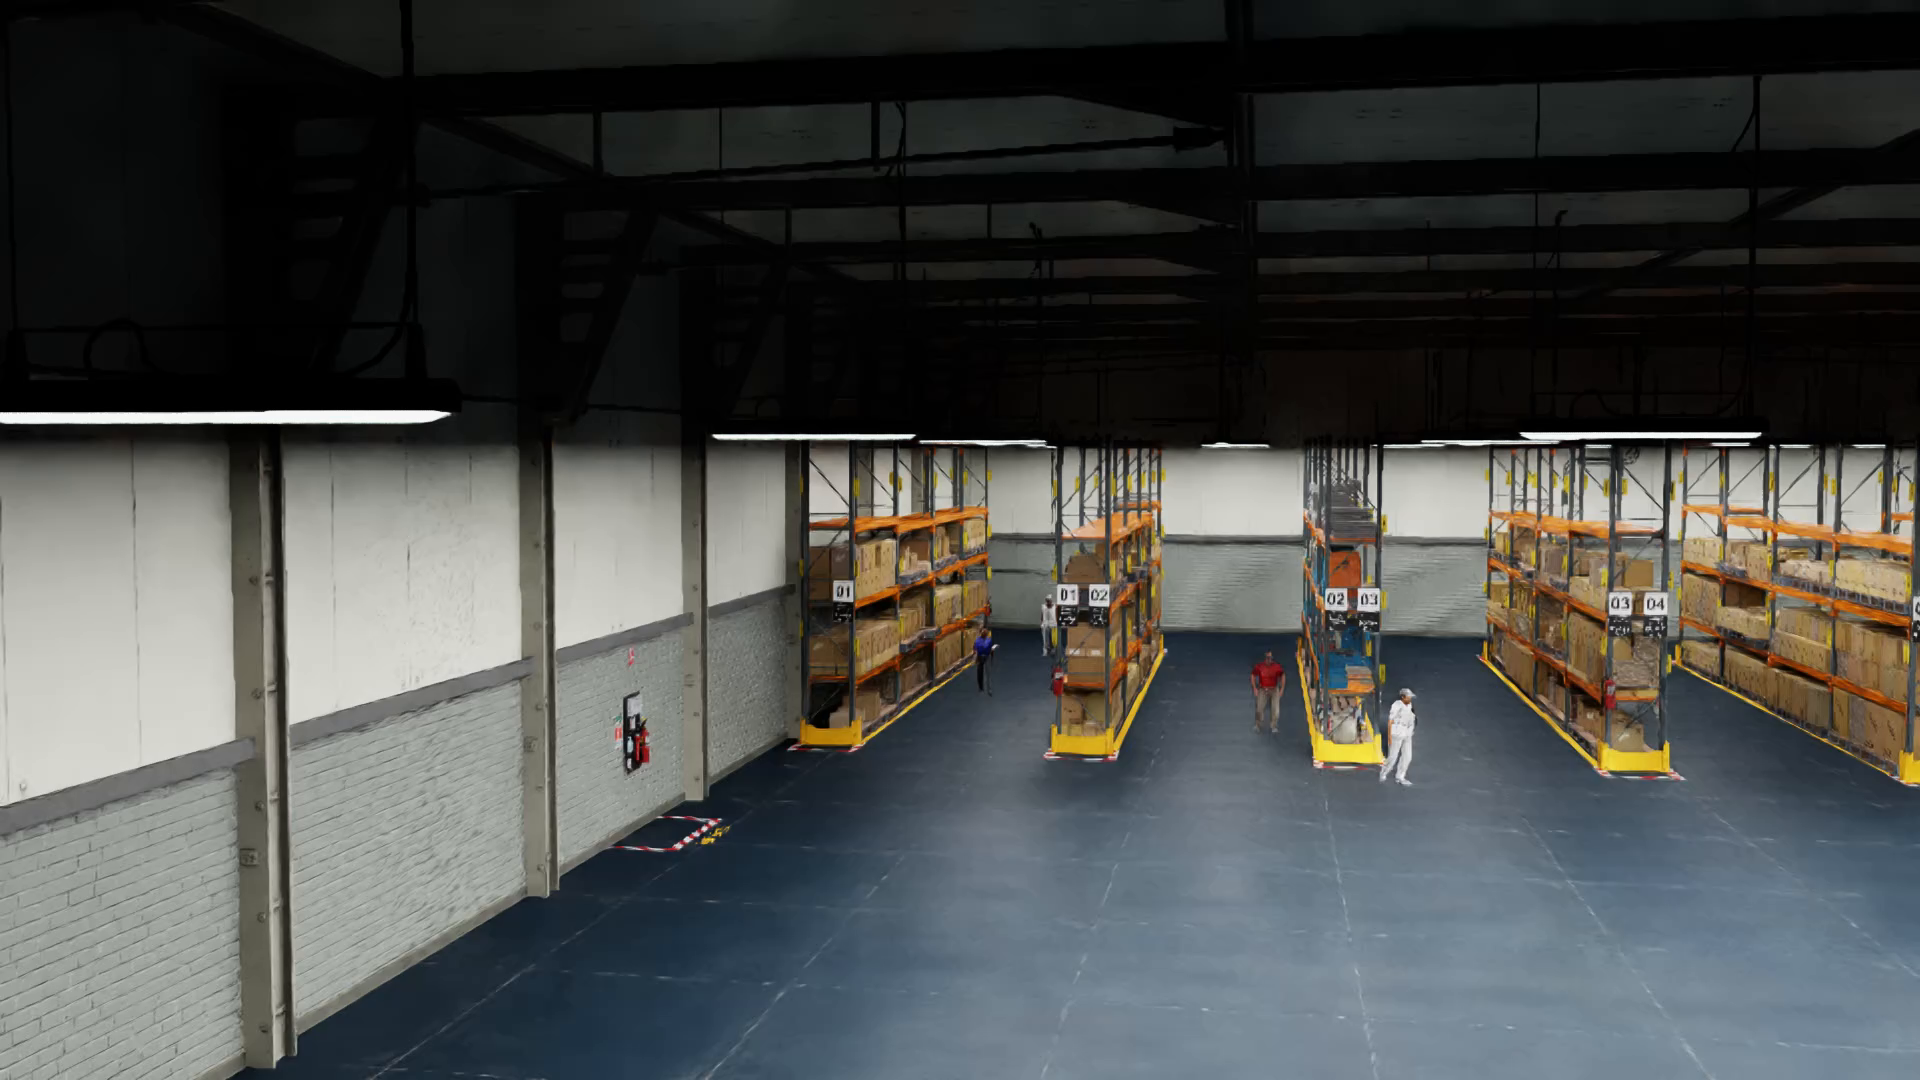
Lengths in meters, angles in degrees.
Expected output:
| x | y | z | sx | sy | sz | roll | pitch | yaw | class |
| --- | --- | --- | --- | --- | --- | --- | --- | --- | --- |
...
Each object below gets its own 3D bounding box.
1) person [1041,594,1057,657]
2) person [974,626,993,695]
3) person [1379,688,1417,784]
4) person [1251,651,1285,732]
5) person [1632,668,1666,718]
| x | y | z | sx | sy | sz | roll | pitch | yaw | class |
| --- | --- | --- | --- | --- | --- | --- | --- | --- | --- |
| 2.501 | 2.364 | 46.123 | 0.577 | 1.733 | 1.043 | 1 | 3 | 9 | person |
| 0.550 | 2.805 | 38.990 | 0.443 | 1.587 | 0.997 | 0 | 3 | 2 | person |
| 7.527 | 3.357 | 28.601 | 0.546 | 1.646 | 0.591 | -2 | 3 | -27 | person |
| 6.241 | 3.067 | 33.706 | 0.682 | 1.675 | 0.535 | 0 | 3 | 9 | person |
| 14.690 | 2.930 | 35.529 | 0.536 | 1.707 | 1.036 | 0 | 3 | 2 | person |
